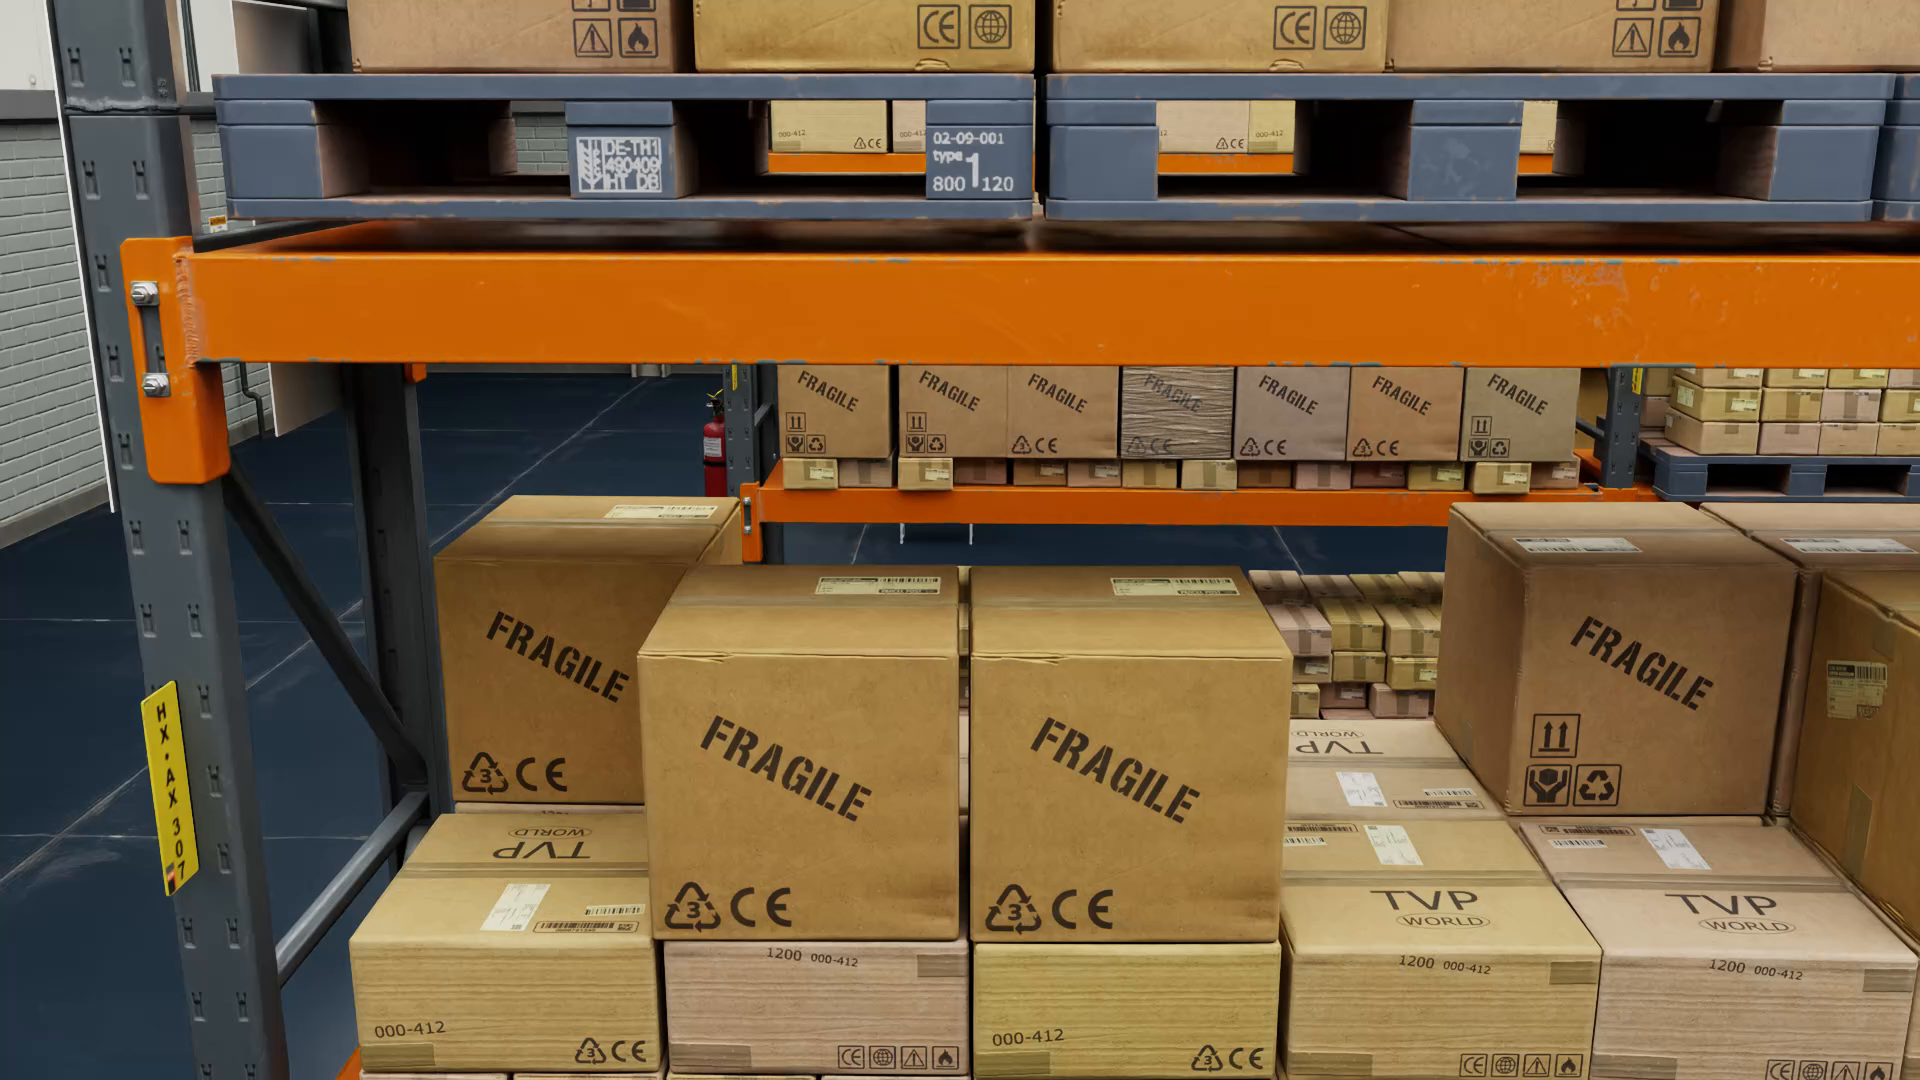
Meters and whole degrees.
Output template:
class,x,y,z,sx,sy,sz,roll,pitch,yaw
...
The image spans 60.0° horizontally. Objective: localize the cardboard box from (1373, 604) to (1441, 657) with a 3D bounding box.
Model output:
class,x,y,z,sx,sy,sz,roll,pitch,yaw
cardboard box,2.134,0.430,7.931,0.250,0.149,0.380,0,15,1

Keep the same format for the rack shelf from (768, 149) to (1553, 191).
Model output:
class,x,y,z,sx,sy,sz,roll,pitch,yaw
rack shelf,1.003,-1.646,7.730,4.000,0.370,1.077,0,15,1

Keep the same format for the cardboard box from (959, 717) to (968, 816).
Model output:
class,x,y,z,sx,sy,sz,roll,pitch,yaw
cardboard box,-0.226,0.575,3.491,0.500,0.250,0.500,0,15,0

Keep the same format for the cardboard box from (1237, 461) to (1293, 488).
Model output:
class,x,y,z,sx,sy,sz,roll,pitch,yaw
cardboard box,1.402,-0.360,7.816,0.250,0.149,0.380,0,15,1

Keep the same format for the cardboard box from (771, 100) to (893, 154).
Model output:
class,x,y,z,sx,sy,sz,roll,pitch,yaw
cardboard box,-0.555,-1.867,7.449,0.500,0.250,0.500,1,15,3

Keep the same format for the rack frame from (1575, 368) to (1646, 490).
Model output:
class,x,y,z,sx,sy,sz,roll,pitch,yaw
rack frame,3.002,-0.531,7.972,0.127,3.000,1.000,0,15,1

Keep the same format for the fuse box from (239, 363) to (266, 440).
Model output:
class,x,y,z,sx,sy,sz,roll,pitch,yaw
fuse box,-6.409,-1.762,15.166,0.414,1.711,0.539,0,15,1

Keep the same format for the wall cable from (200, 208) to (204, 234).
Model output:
class,x,y,z,sx,sy,sz,roll,pitch,yaw
wall cable,-6.584,-2.704,14.216,0.122,1.984,0.588,0,15,1

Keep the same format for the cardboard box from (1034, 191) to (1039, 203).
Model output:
class,x,y,z,sx,sy,sz,roll,pitch,yaw
cardboard box,0.673,-2.580,12.312,0.250,0.149,0.380,1,15,2

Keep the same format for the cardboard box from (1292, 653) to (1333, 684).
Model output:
class,x,y,z,sx,sy,sz,roll,pitch,yaw
cardboard box,1.636,0.561,8.017,0.250,0.149,0.380,1,15,3

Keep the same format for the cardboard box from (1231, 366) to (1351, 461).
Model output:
class,x,y,z,sx,sy,sz,roll,pitch,yaw
cardboard box,1.495,-0.661,7.688,0.500,0.500,0.500,0,15,1

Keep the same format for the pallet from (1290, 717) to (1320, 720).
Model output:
class,x,y,z,sx,sy,sz,roll,pitch,yaw
pallet,1.107,0.815,8.337,1.213,0.211,1.003,0,15,1

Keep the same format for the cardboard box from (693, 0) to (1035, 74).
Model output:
class,x,y,z,sx,sy,sz,roll,pitch,yaw
cardboard box,-0.144,-1.019,2.726,0.500,0.500,0.700,0,15,-1

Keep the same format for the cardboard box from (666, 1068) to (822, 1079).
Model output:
class,x,y,z,sx,sy,sz,roll,pitch,yaw
cardboard box,-0.366,0.918,2.972,0.250,0.149,0.380,0,15,0

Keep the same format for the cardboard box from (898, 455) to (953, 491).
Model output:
class,x,y,z,sx,sy,sz,roll,pitch,yaw
cardboard box,-0.158,-0.343,7.753,0.250,0.149,0.380,0,15,0

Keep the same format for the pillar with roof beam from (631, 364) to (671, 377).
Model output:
class,x,y,z,sx,sy,sz,roll,pitch,yaw
pillar with roof beam,-3.631,-5.136,13.667,0.400,9.000,9.100,0,15,1

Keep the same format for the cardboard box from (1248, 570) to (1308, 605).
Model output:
class,x,y,z,sx,sy,sz,roll,pitch,yaw
cardboard box,1.621,0.277,8.507,0.250,0.149,0.380,1,15,3

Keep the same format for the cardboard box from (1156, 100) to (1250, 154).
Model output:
class,x,y,z,sx,sy,sz,roll,pitch,yaw
cardboard box,1.003,-1.856,7.408,0.500,0.250,0.500,0,15,1

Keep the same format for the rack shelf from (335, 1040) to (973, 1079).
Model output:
class,x,y,z,sx,sy,sz,roll,pitch,yaw
rack shelf,0.775,1.068,3.321,4.000,0.370,1.077,0,15,1

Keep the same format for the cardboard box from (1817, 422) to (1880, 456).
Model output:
class,x,y,z,sx,sy,sz,roll,pitch,yaw
cardboard box,3.911,-0.490,7.485,0.250,0.149,0.380,0,15,2

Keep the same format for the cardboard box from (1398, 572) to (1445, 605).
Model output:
class,x,y,z,sx,sy,sz,roll,pitch,yaw
cardboard box,2.389,0.285,8.479,0.250,0.149,0.380,1,15,4

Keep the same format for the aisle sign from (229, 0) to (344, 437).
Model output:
class,x,y,z,sx,sy,sz,roll,pitch,yaw
aisle sign,-1.289,-0.627,3.239,0.004,0.787,0.394,0,15,1

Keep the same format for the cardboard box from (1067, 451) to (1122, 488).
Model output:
class,x,y,z,sx,sy,sz,roll,pitch,yaw
cardboard box,0.621,-0.360,7.815,0.250,0.149,0.380,0,15,0

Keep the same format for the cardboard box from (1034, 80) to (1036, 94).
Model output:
class,x,y,z,sx,sy,sz,roll,pitch,yaw
cardboard box,0.462,-2.098,7.345,0.500,0.250,0.500,1,15,2

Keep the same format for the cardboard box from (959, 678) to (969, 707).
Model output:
class,x,y,z,sx,sy,sz,roll,pitch,yaw
cardboard box,0.031,0.684,8.132,0.250,0.149,0.380,1,15,2

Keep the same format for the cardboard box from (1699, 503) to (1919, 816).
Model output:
class,x,y,z,sx,sy,sz,roll,pitch,yaw
cardboard box,1.810,0.226,3.344,0.500,0.500,0.500,0,15,1

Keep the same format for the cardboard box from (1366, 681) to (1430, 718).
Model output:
class,x,y,z,sx,sy,sz,roll,pitch,yaw
cardboard box,2.078,0.721,7.994,0.250,0.149,0.380,0,15,0

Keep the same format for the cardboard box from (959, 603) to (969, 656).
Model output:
class,x,y,z,sx,sy,sz,roll,pitch,yaw
cardboard box,0.046,0.426,7.943,0.250,0.149,0.380,0,15,1

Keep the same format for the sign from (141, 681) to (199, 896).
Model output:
class,x,y,z,sx,sy,sz,roll,pitch,yaw
sign,-1.245,0.392,2.622,0.005,0.325,0.100,0,15,1

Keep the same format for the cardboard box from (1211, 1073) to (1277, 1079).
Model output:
class,x,y,z,sx,sy,sz,roll,pitch,yaw
cardboard box,0.407,0.923,2.954,0.250,0.149,0.380,0,15,1

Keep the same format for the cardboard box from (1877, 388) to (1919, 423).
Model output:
class,x,y,z,sx,sy,sz,roll,pitch,yaw
cardboard box,4.161,-0.632,7.442,0.250,0.149,0.380,0,15,-1

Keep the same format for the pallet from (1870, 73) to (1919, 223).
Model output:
class,x,y,z,sx,sy,sz,roll,pitch,yaw
pallet,1.957,-0.682,2.839,1.213,0.211,1.003,0,15,1

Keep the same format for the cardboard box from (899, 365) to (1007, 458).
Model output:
class,x,y,z,sx,sy,sz,roll,pitch,yaw
cardboard box,-0.019,-0.679,7.753,0.500,0.500,0.500,0,15,2

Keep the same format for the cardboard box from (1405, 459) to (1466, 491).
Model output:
class,x,y,z,sx,sy,sz,roll,pitch,yaw
cardboard box,2.184,-0.342,7.750,0.250,0.149,0.380,1,15,4

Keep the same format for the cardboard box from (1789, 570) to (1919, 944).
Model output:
class,x,y,z,sx,sy,sz,roll,pitch,yaw
cardboard box,1.807,0.360,2.835,0.500,0.500,0.500,1,15,2

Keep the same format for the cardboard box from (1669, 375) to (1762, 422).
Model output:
class,x,y,z,sx,sy,sz,roll,pitch,yaw
cardboard box,3.384,-0.636,7.458,0.250,0.149,0.380,1,15,2

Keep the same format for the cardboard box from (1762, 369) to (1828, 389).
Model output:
class,x,y,z,sx,sy,sz,roll,pitch,yaw
cardboard box,3.663,-0.780,7.419,0.250,0.149,0.380,1,15,3

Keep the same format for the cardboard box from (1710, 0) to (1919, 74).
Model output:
class,x,y,z,sx,sy,sz,roll,pitch,yaw
cardboard box,1.453,-1.011,2.697,0.500,0.500,0.700,1,15,4

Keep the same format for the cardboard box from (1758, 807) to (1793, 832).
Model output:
class,x,y,z,sx,sy,sz,roll,pitch,yaw
cardboard box,1.814,0.588,3.443,0.500,0.250,0.500,0,15,1

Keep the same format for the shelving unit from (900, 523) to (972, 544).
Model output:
class,x,y,z,sx,sy,sz,roll,pitch,yaw
shelving unit,-0.165,-0.581,11.691,0.503,1.200,0.258,0,15,1

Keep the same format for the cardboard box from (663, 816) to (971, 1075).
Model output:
class,x,y,z,sx,sy,sz,roll,pitch,yaw
cardboard box,-0.232,0.710,2.981,0.500,0.250,0.500,0,15,1

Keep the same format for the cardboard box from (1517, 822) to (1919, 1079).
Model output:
class,x,y,z,sx,sy,sz,roll,pitch,yaw
cardboard box,1.298,0.720,2.941,0.500,0.250,0.500,1,15,3
